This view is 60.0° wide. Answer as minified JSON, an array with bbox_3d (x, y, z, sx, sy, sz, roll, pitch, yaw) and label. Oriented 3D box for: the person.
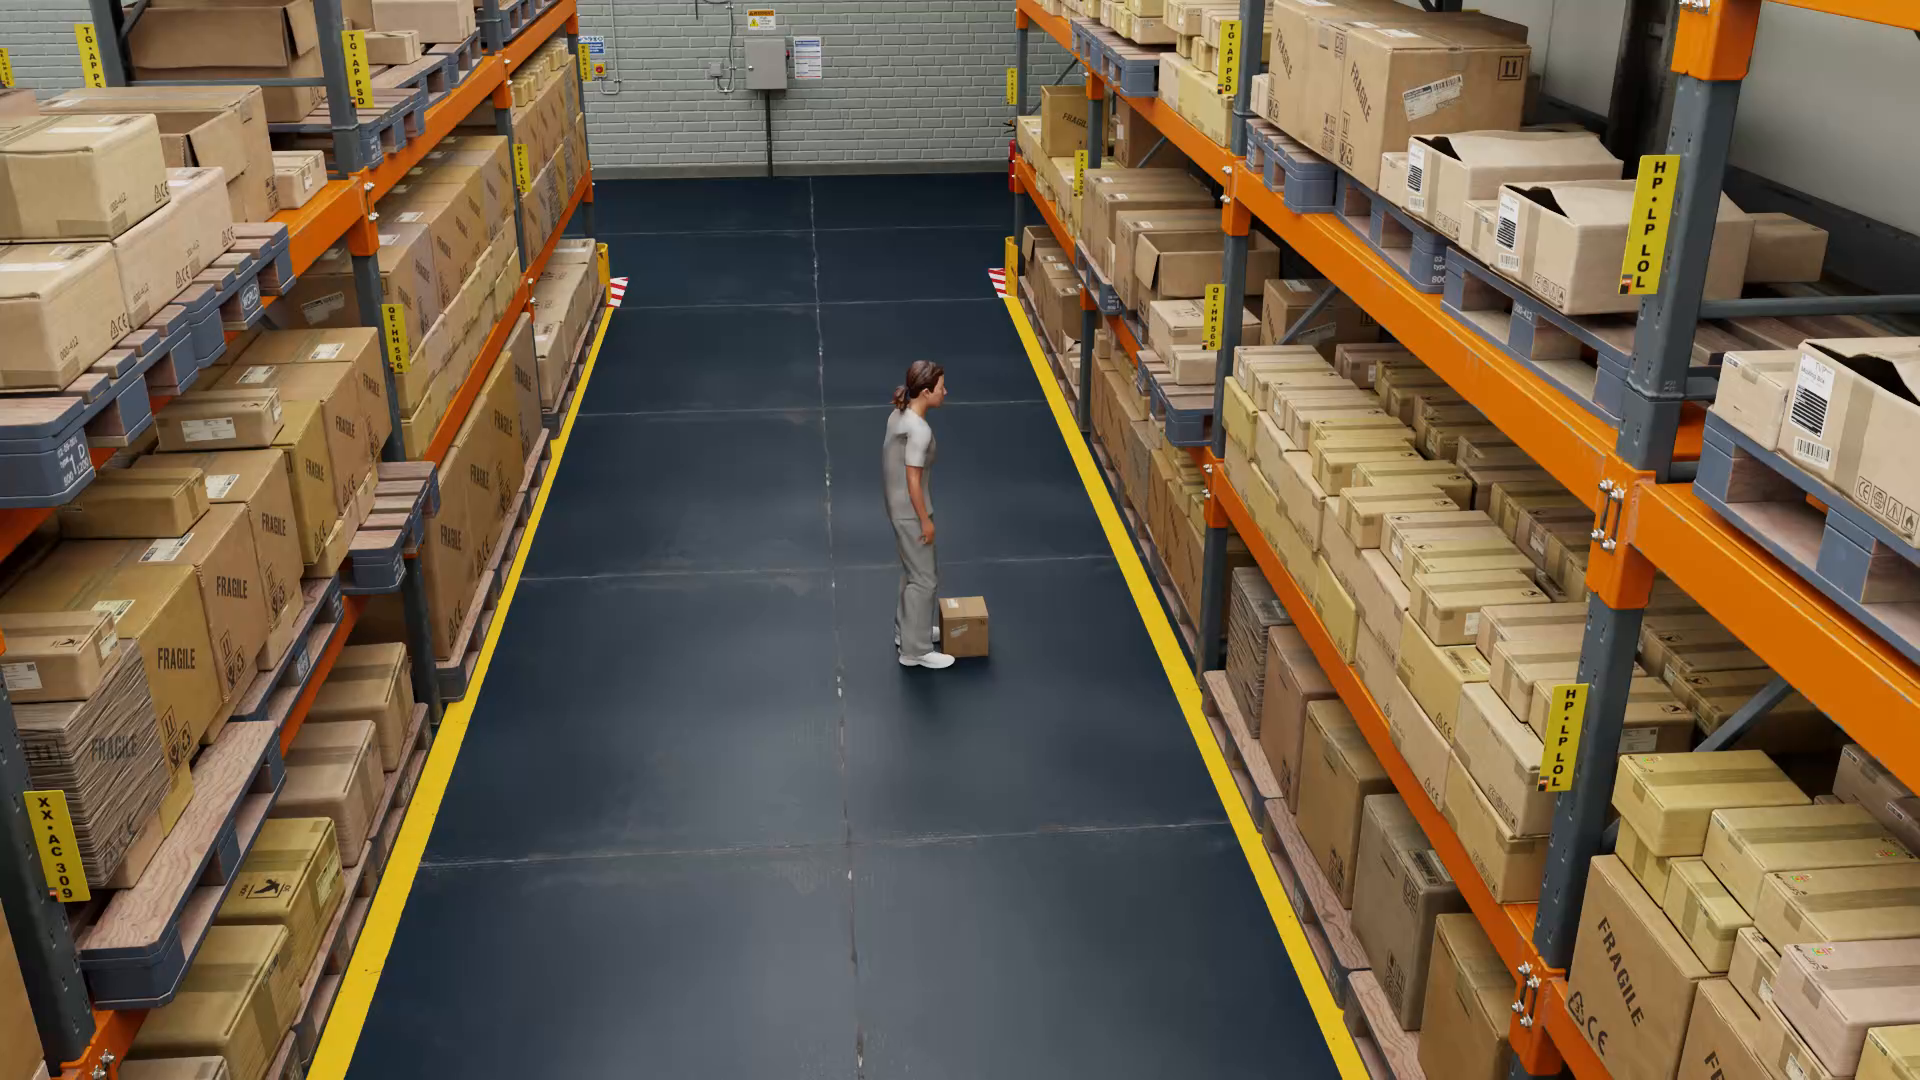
[{"bbox_3d":[-0.228,-0.150,8.948,0.362,1.667,0.506,-4,24,-8],"label":"person"}]
